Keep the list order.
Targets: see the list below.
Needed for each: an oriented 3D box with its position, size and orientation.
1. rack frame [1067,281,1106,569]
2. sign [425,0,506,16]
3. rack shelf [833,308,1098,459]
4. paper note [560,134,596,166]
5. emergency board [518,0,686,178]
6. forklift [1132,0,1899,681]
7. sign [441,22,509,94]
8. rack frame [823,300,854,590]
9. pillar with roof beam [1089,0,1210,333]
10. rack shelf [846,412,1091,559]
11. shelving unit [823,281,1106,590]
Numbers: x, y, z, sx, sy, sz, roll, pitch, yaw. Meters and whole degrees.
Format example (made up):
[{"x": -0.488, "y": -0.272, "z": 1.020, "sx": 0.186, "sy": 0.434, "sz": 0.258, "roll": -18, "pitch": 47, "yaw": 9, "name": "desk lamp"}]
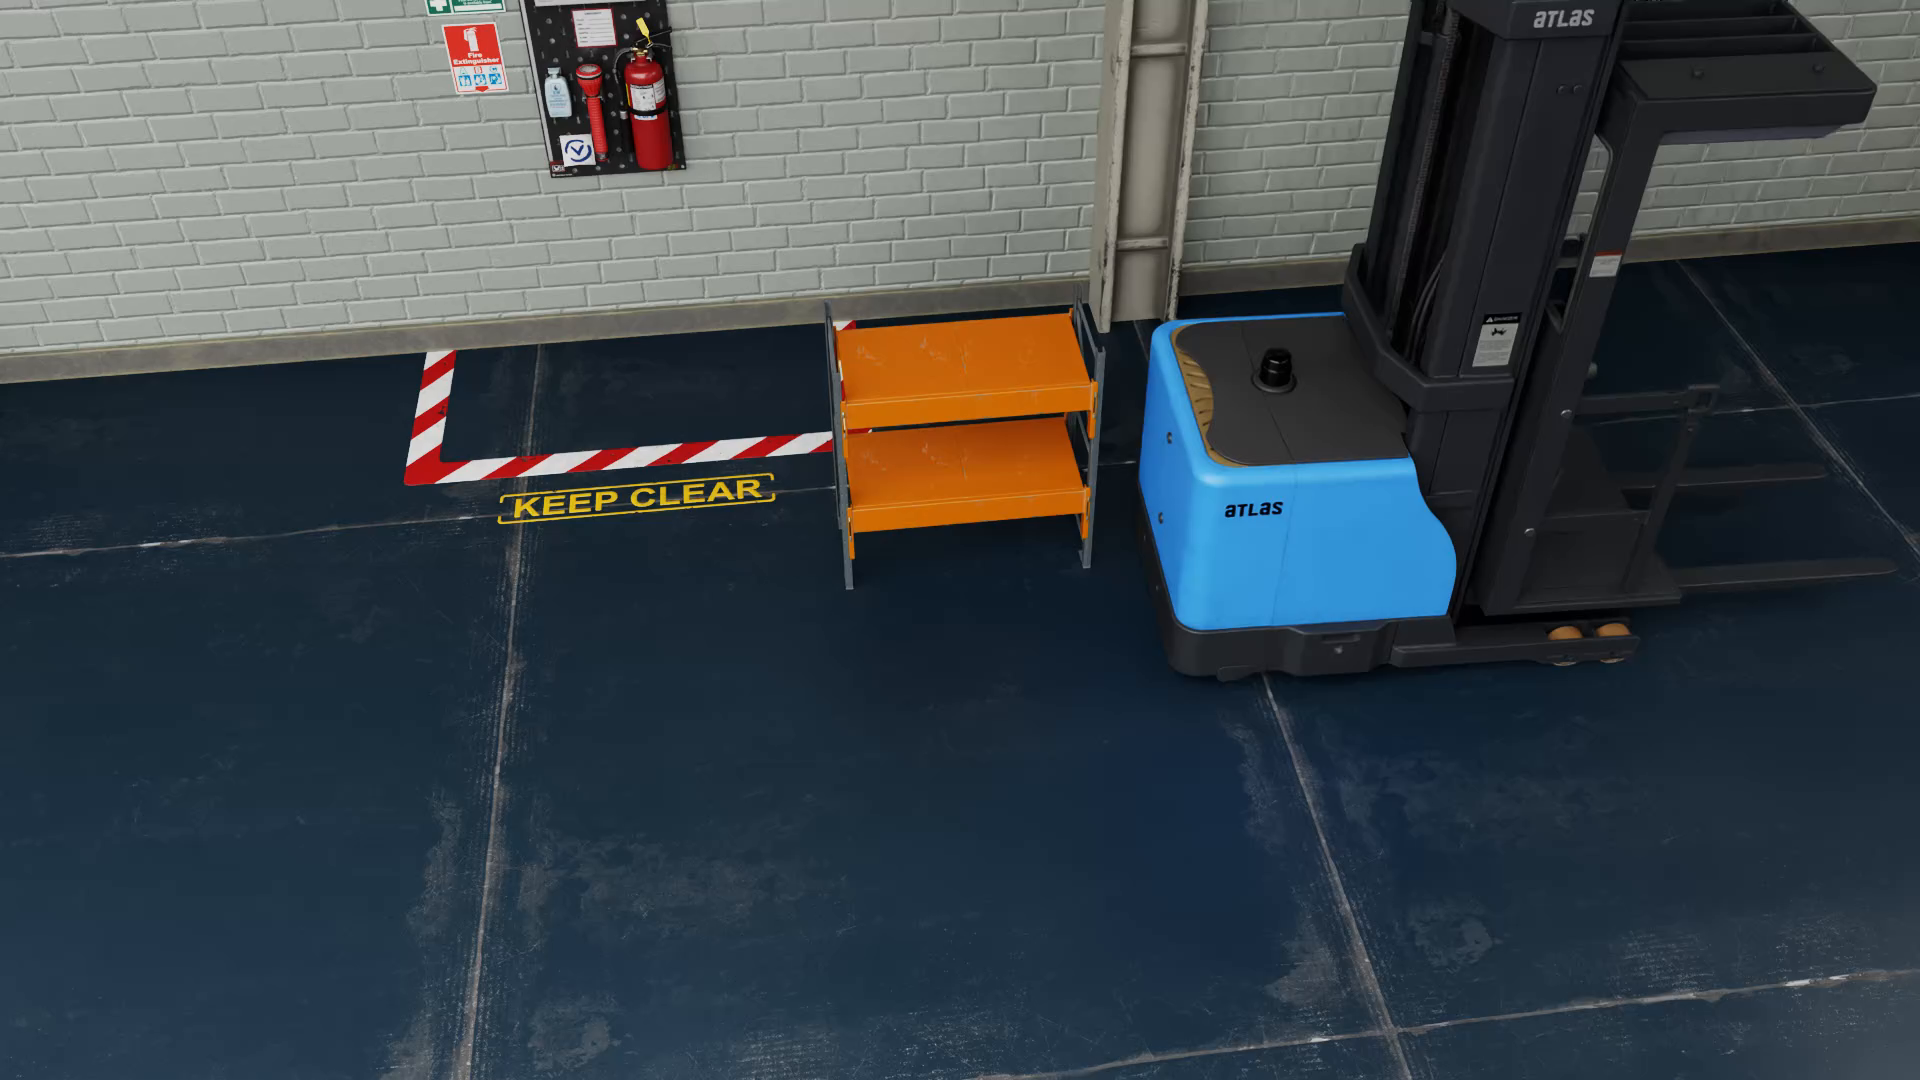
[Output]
[{"x": 0.511, "y": -0.462, "z": 6.923, "sx": 0.032, "sy": 1.125, "sz": 0.500, "roll": -5, "pitch": 42, "yaw": -6, "name": "rack frame"}, {"x": -2.132, "y": -2.316, "z": 7.156, "sx": 0.331, "sy": 0.109, "sz": 0.001, "roll": -5, "pitch": 42, "yaw": -6, "name": "sign"}, {"x": 0.007, "y": -0.636, "z": 6.678, "sx": 1.000, "sy": 0.278, "sz": 0.538, "roll": -5, "pitch": 42, "yaw": -6, "name": "rack shelf"}, {"x": -1.761, "y": -1.795, "z": 7.658, "sx": 0.142, "sy": 0.148, "sz": 0.016, "roll": -5, "pitch": 42, "yaw": -6, "name": "paper note"}, {"x": -1.576, "y": -2.091, "z": 7.329, "sx": 0.643, "sy": 1.169, "sz": 0.194, "roll": -5, "pitch": 42, "yaw": -6, "name": "emergency board"}, {"x": 2.295, "y": -0.934, "z": 6.097, "sx": 3.031, "sy": 2.935, "sz": 1.130, "roll": -3, "pitch": 42, "yaw": -4, "name": "forklift"}, {"x": -2.138, "y": -2.125, "z": 7.340, "sx": 0.234, "sy": 0.329, "sz": 0.001, "roll": -5, "pitch": 42, "yaw": -6, "name": "sign"}, {"x": -0.497, "y": -0.374, "z": 6.825, "sx": 0.032, "sy": 1.125, "sz": 0.500, "roll": -5, "pitch": 42, "yaw": -6, "name": "rack frame"}, {"x": 1.437, "y": -1.649, "z": 2.360, "sx": 0.400, "sy": 9.000, "sz": 9.100, "roll": -5, "pitch": 42, "yaw": -6, "name": "pillar with roof beam"}, {"x": 0.007, "y": -0.237, "z": 7.038, "sx": 1.000, "sy": 0.278, "sz": 0.538, "roll": -5, "pitch": 42, "yaw": -6, "name": "rack shelf"}, {"x": 0.007, "y": -0.418, "z": 6.874, "sx": 1.048, "sy": 1.125, "sz": 0.538, "roll": -5, "pitch": 42, "yaw": -6, "name": "shelving unit"}]
